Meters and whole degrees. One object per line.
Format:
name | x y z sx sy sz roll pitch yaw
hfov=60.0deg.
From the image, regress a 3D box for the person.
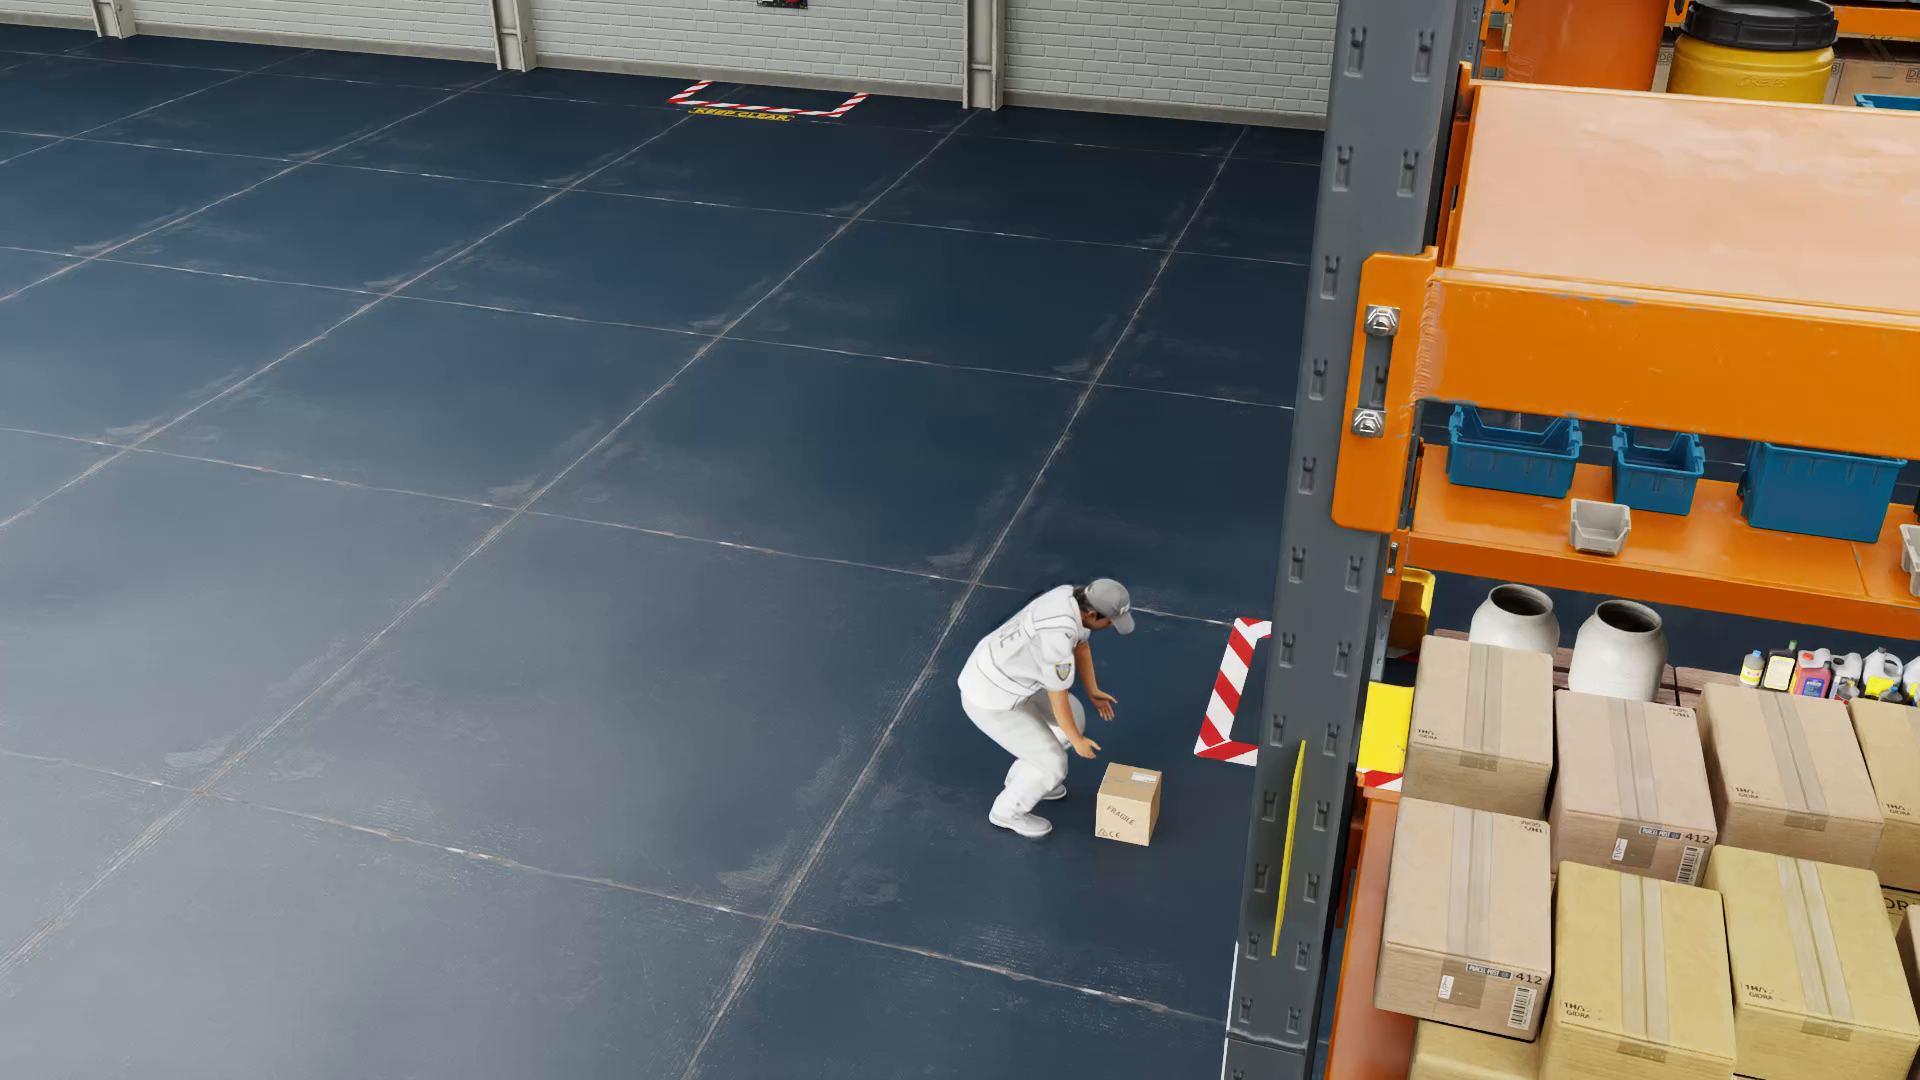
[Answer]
person | 0.394 0.708 7.627 0.774 1.294 0.539 9 31 15
